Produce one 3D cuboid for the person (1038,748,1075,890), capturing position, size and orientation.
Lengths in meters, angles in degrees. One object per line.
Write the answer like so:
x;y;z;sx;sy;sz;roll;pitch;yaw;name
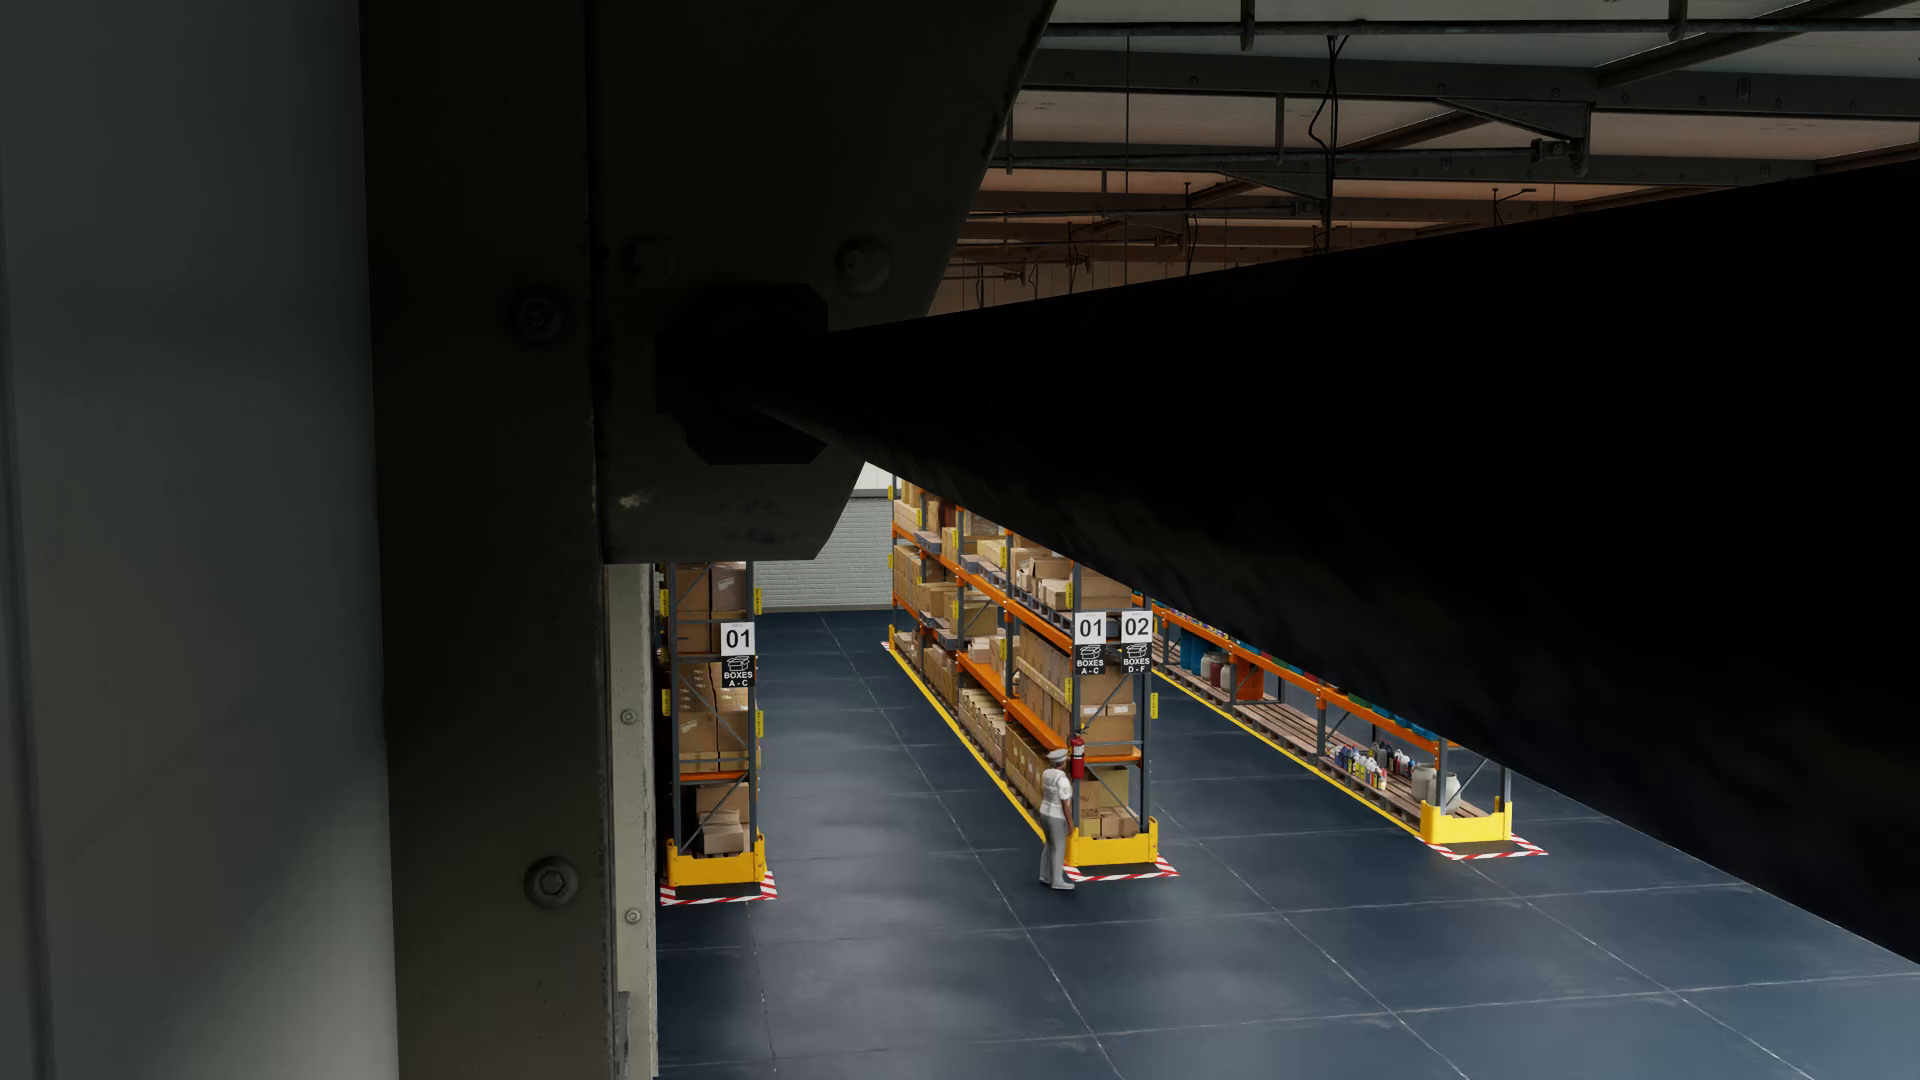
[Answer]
1.166;3.390;19.973;0.351;1.761;0.511;-3;7;-29;person
